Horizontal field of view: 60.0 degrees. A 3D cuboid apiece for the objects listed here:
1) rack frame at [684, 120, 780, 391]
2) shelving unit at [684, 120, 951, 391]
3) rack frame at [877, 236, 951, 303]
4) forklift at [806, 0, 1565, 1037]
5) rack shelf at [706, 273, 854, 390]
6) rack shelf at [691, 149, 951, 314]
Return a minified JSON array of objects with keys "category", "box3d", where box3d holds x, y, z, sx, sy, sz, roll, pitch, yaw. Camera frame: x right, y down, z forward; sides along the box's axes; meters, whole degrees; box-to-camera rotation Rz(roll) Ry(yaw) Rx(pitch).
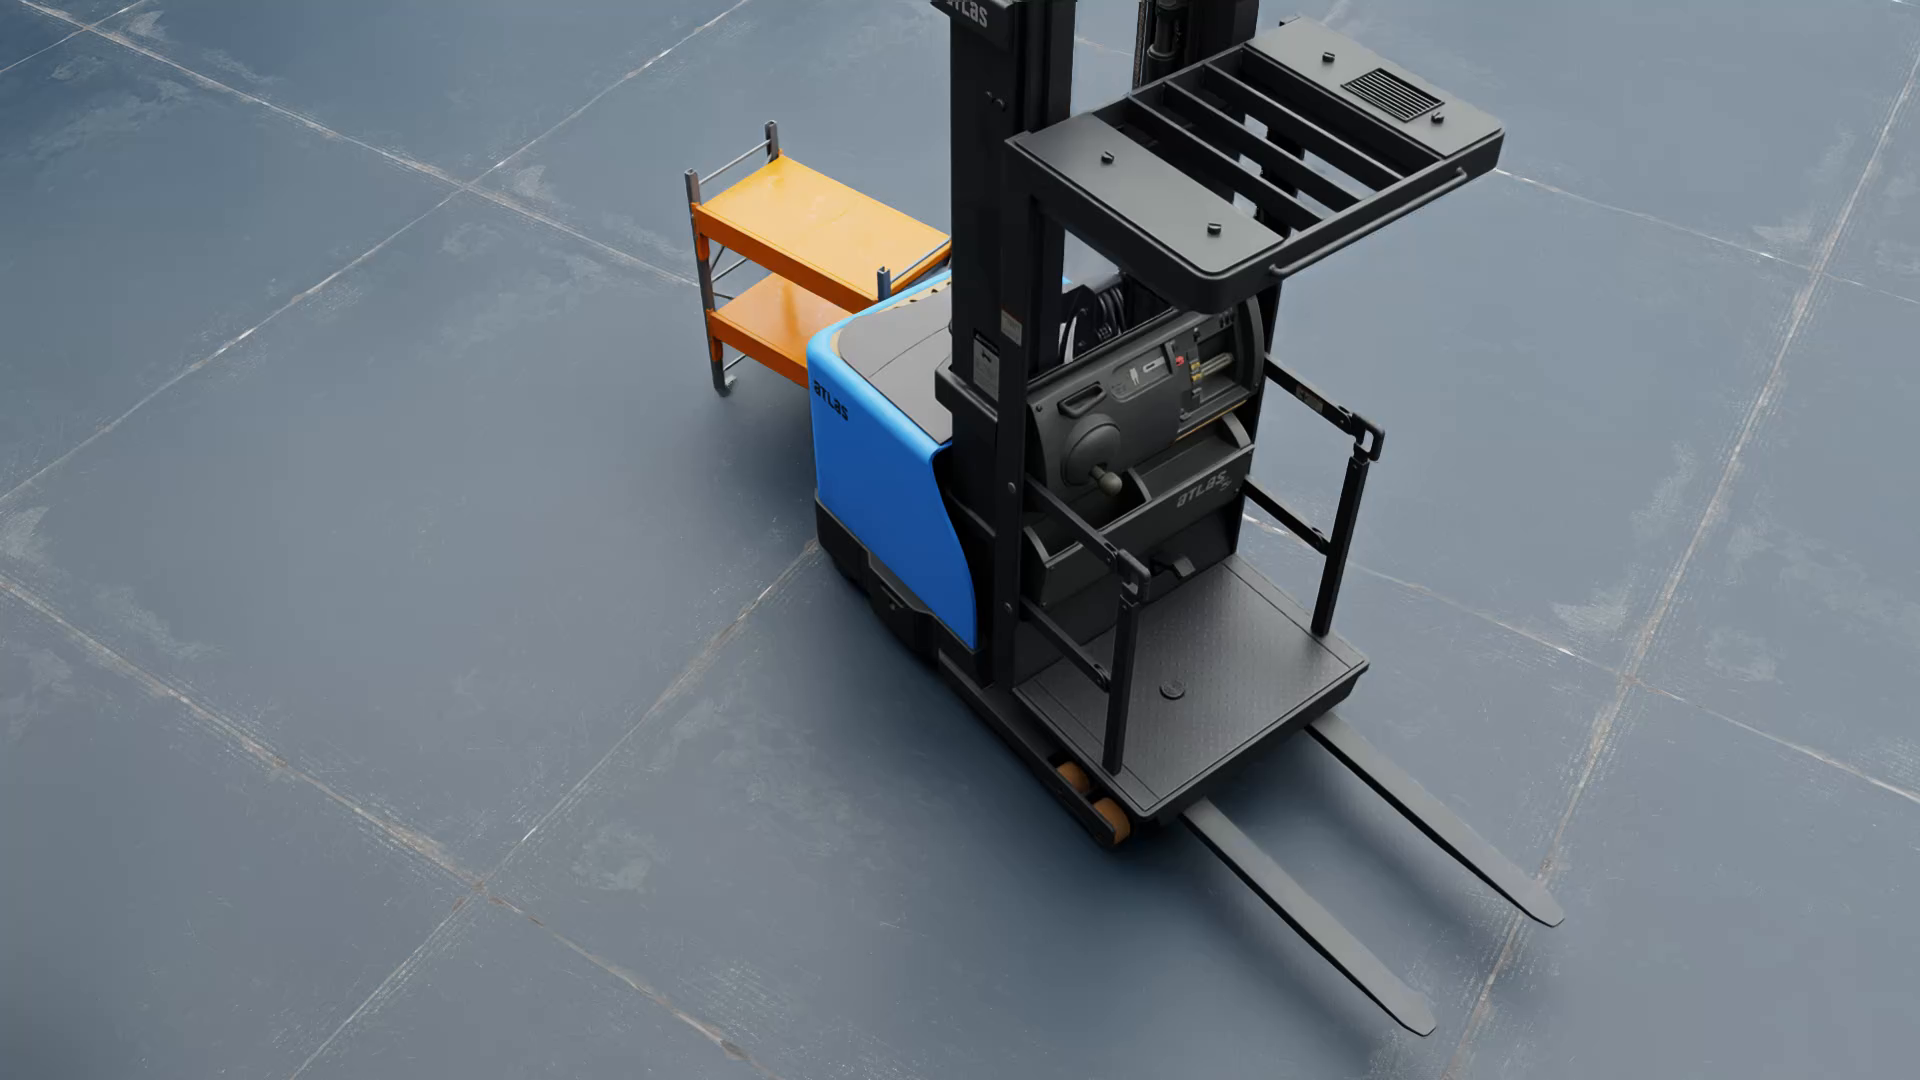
[{"category":"rack frame","box3d":[-0.925,-1.199,7.131,0.032,1.125,0.500,30,53,26]},{"category":"shelving unit","box3d":[-0.532,-0.968,6.906,1.048,1.125,0.538,30,53,26]},{"category":"rack frame","box3d":[-0.139,-0.736,6.681,0.032,1.125,0.500,30,53,26]},{"category":"forklift","box3d":[0.729,-0.378,5.074,1.130,2.935,3.031,-29,52,-25]},{"category":"rack shelf","box3d":[-0.532,-0.797,7.081,1.000,0.278,0.538,30,53,26]},{"category":"rack shelf","box3d":[-0.532,-1.172,6.696,1.000,0.278,0.538,30,53,26]}]
